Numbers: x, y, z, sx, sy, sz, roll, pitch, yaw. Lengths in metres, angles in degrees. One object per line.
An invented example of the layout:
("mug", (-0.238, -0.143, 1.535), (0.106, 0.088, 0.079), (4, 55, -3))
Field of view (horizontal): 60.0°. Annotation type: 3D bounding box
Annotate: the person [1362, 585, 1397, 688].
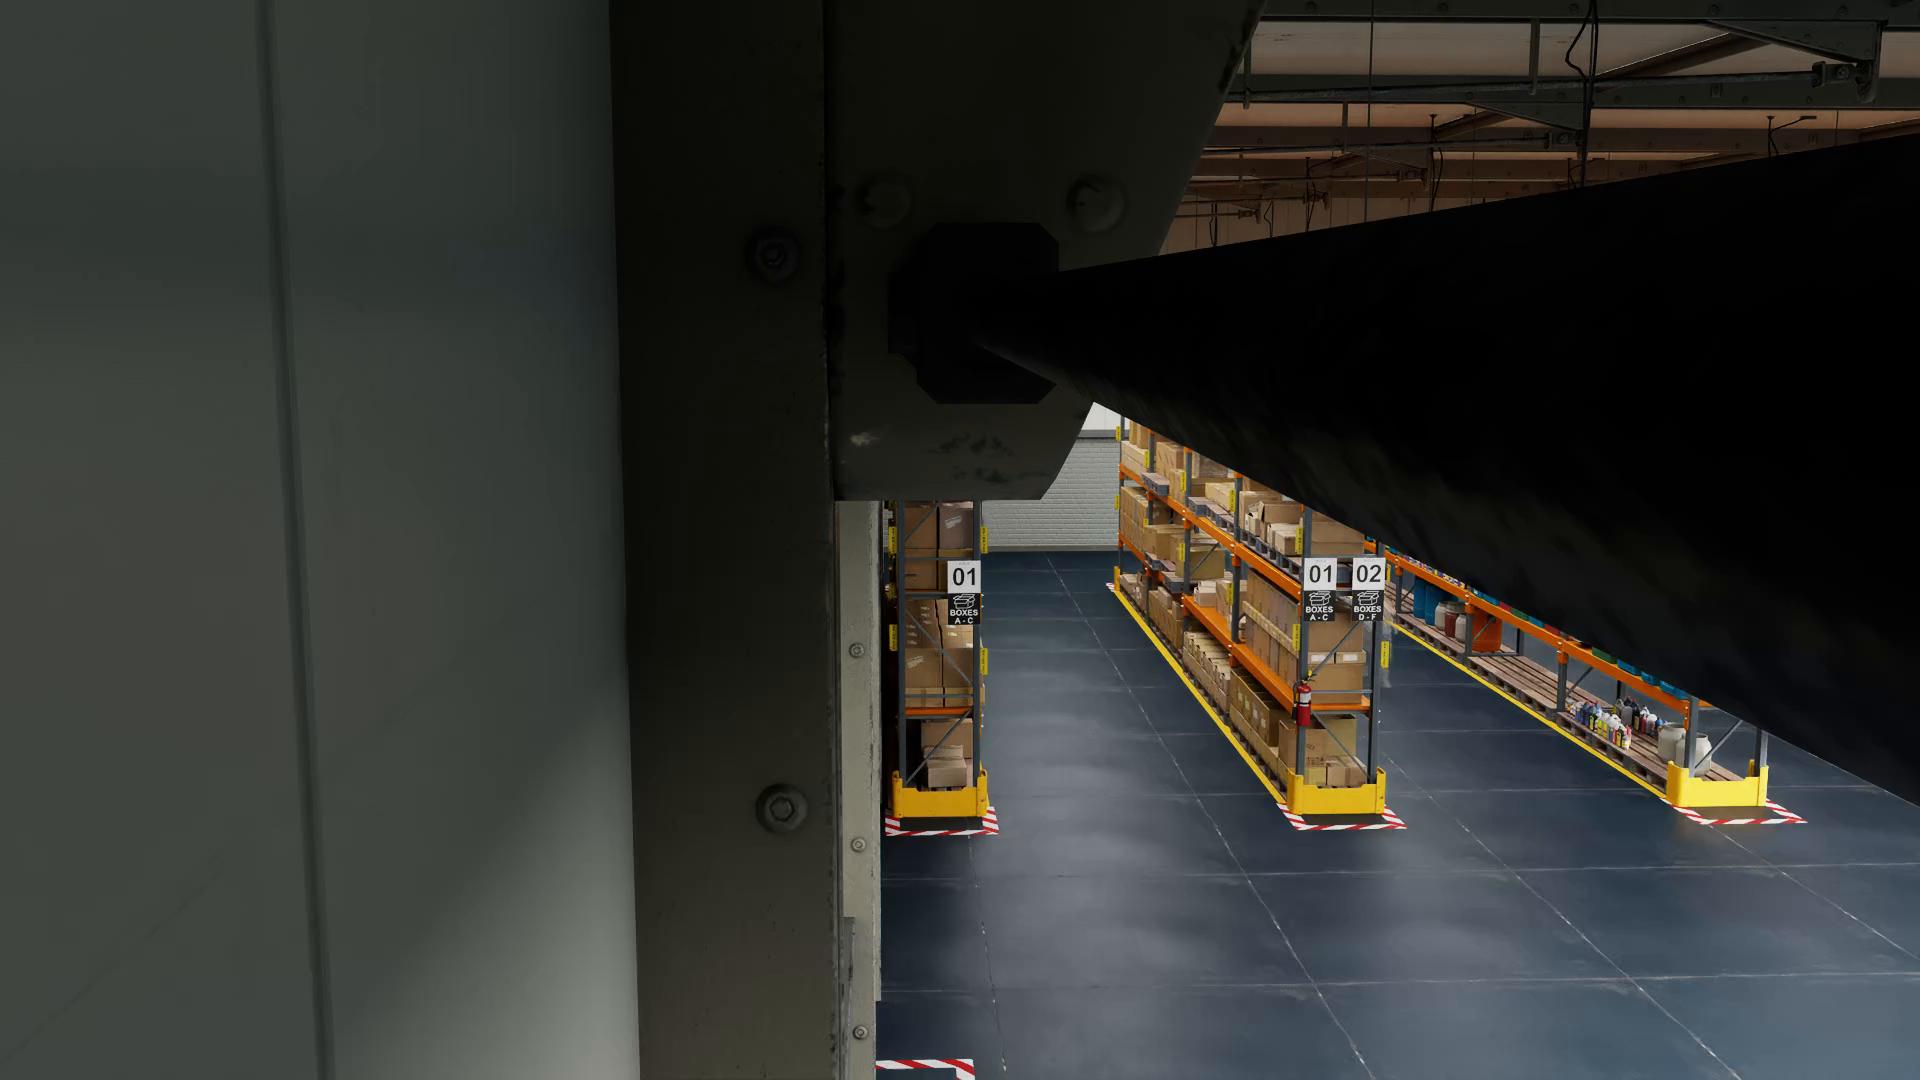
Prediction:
("person", (6.940, 1.556, 27.477), (0.625, 1.667, 0.838), (-1, 8, -9))
